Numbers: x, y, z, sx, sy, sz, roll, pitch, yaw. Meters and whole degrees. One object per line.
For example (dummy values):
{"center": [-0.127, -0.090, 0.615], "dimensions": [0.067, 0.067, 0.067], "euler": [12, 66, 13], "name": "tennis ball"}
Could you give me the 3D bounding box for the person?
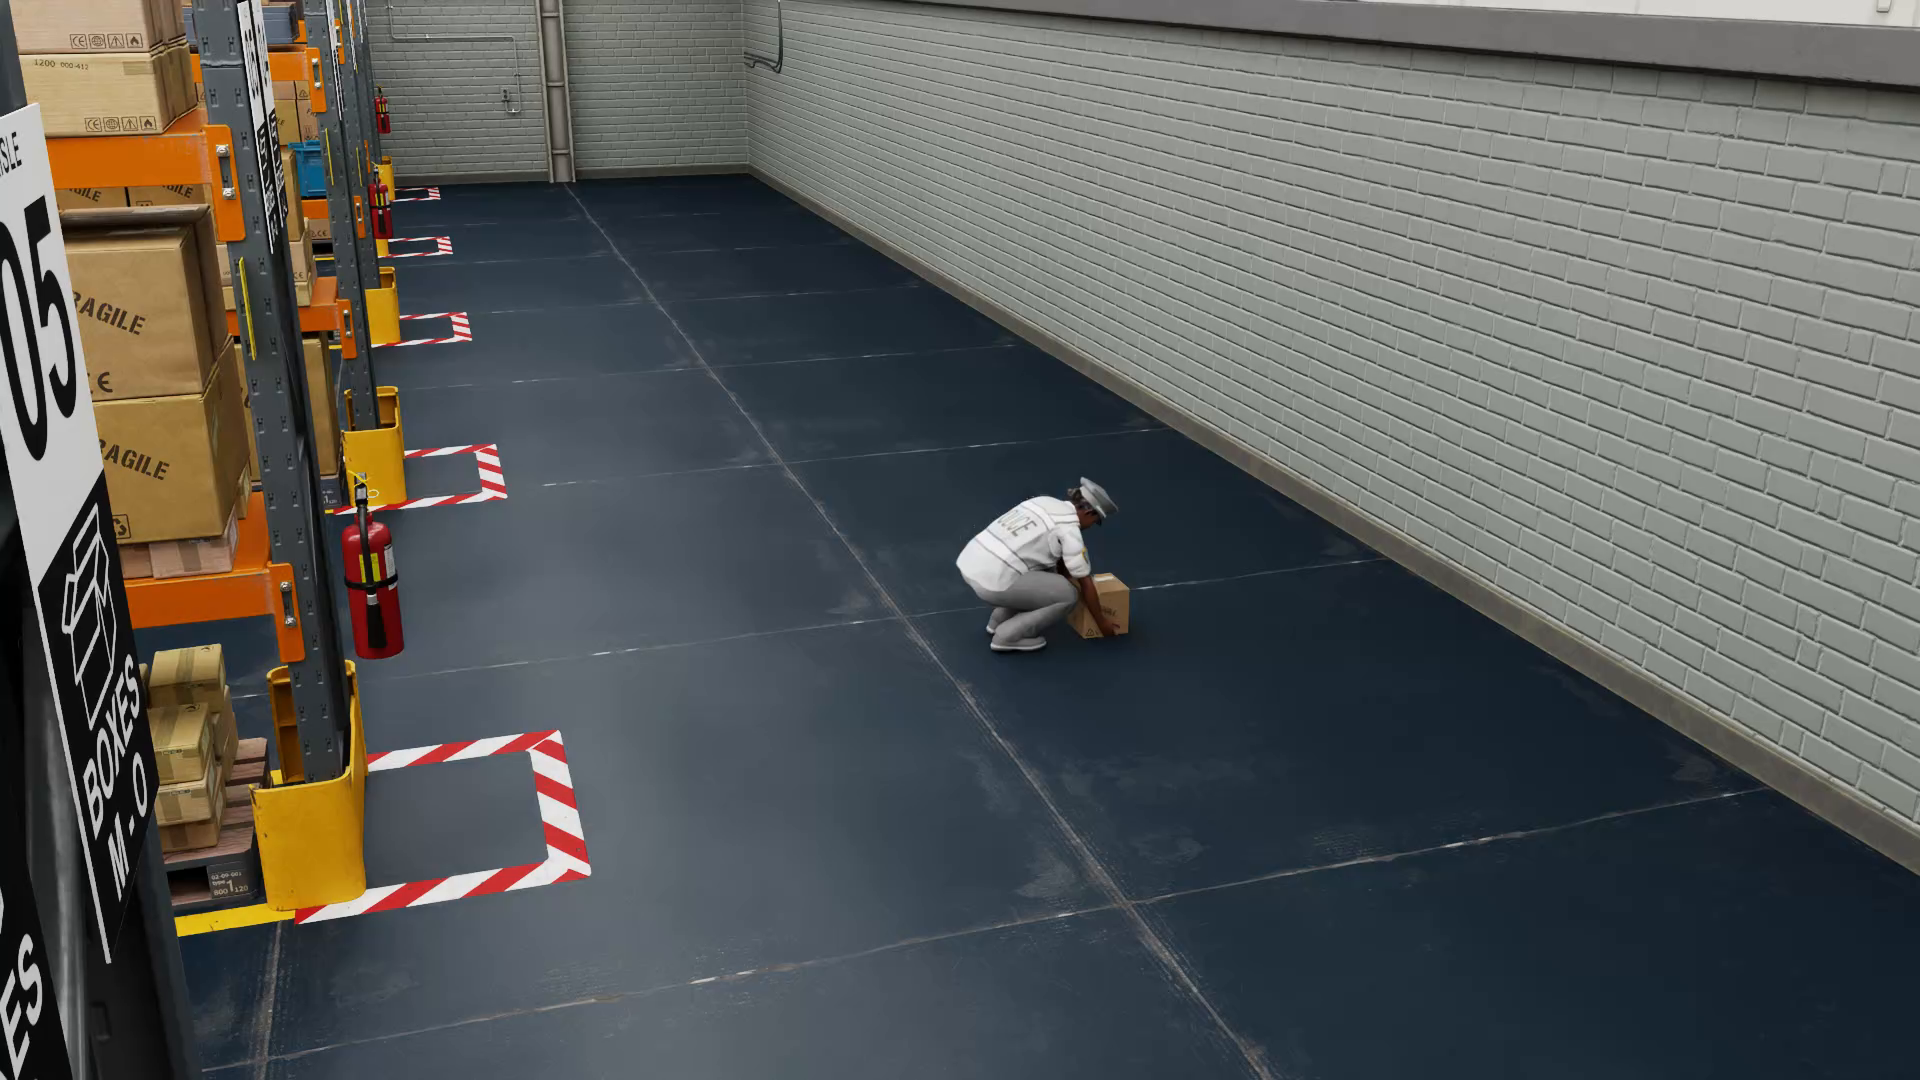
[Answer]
{"center": [0.447, 0.032, 8.500], "dimensions": [0.927, 0.987, 0.437], "euler": [-7, 21, -20], "name": "person"}
